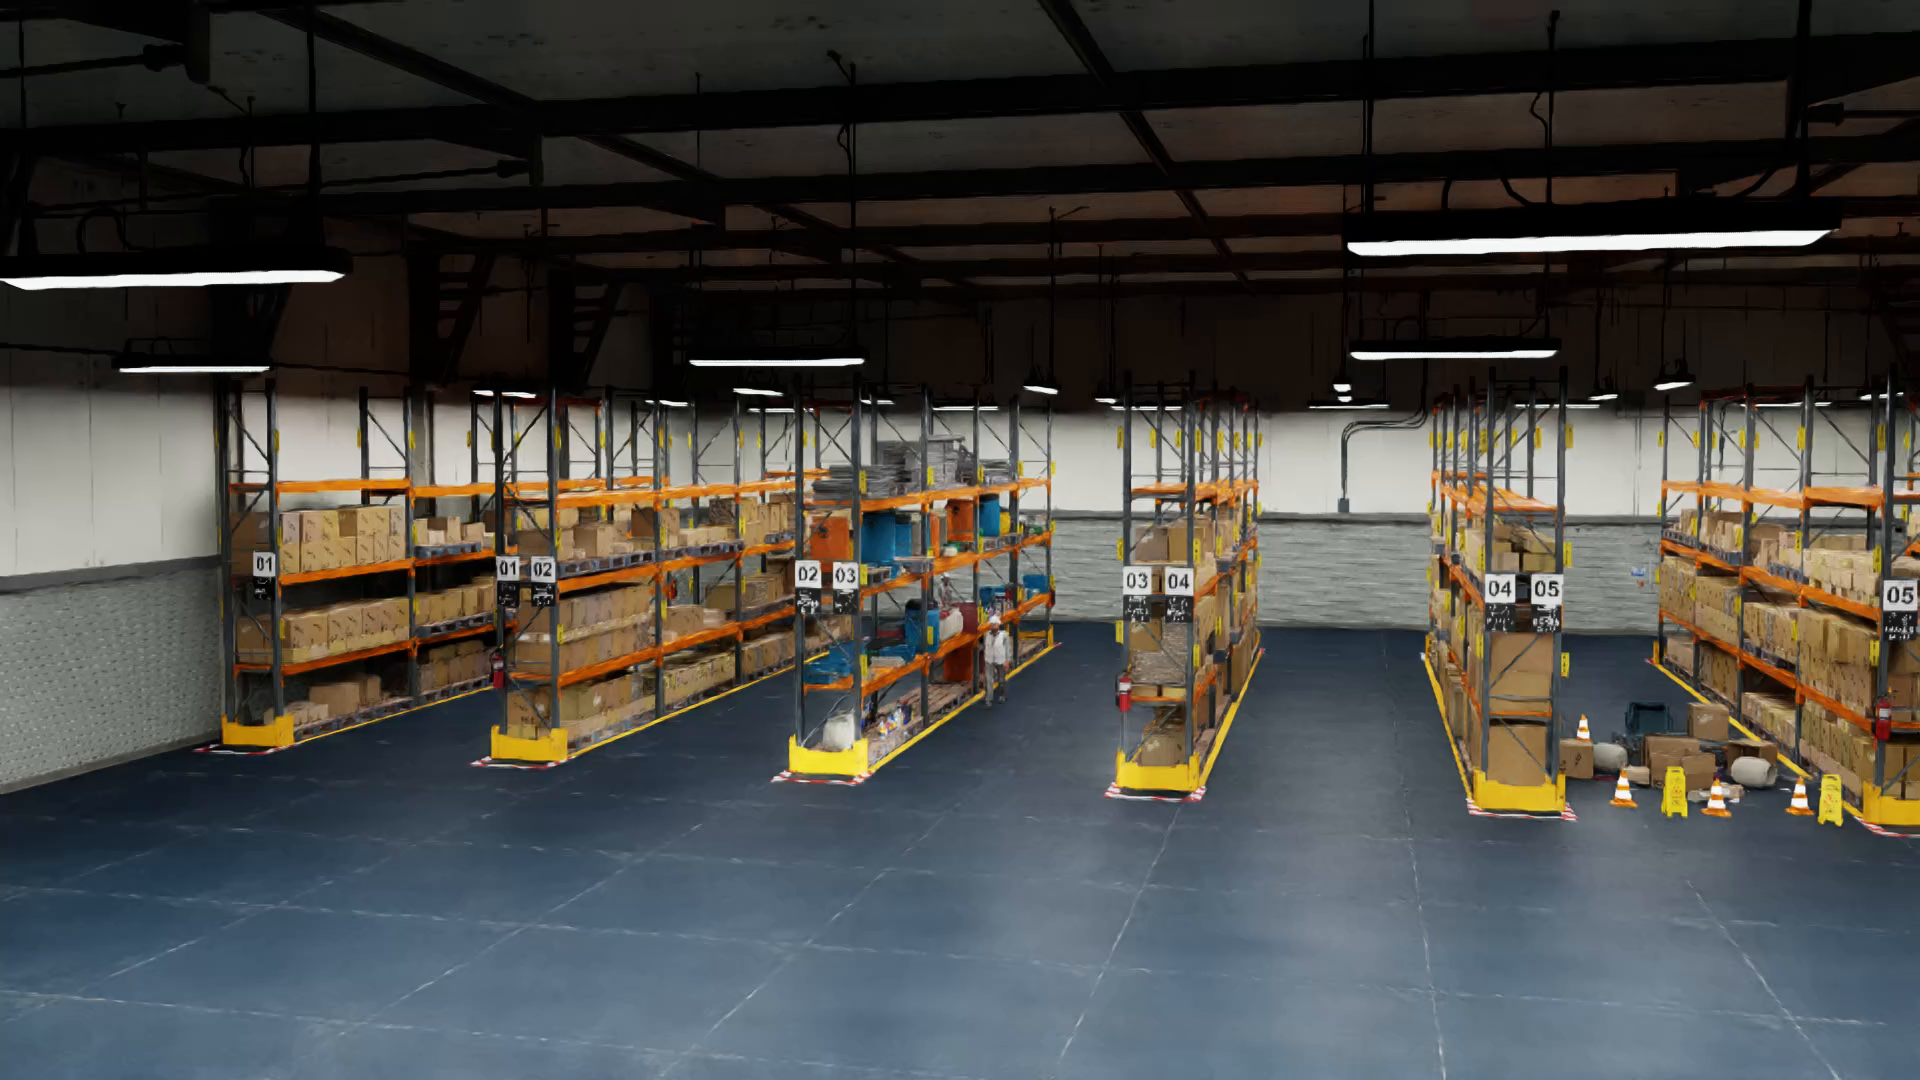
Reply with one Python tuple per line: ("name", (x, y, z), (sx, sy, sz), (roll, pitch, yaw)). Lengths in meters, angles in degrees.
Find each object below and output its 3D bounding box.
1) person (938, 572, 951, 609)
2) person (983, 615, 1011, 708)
("person", (-0.370, 1.664, 40.496), (0.382, 1.791, 0.633), (0, 3, 1))
("person", (0.694, 2.265, 31.283), (0.555, 1.725, 1.029), (1, 4, 12))
